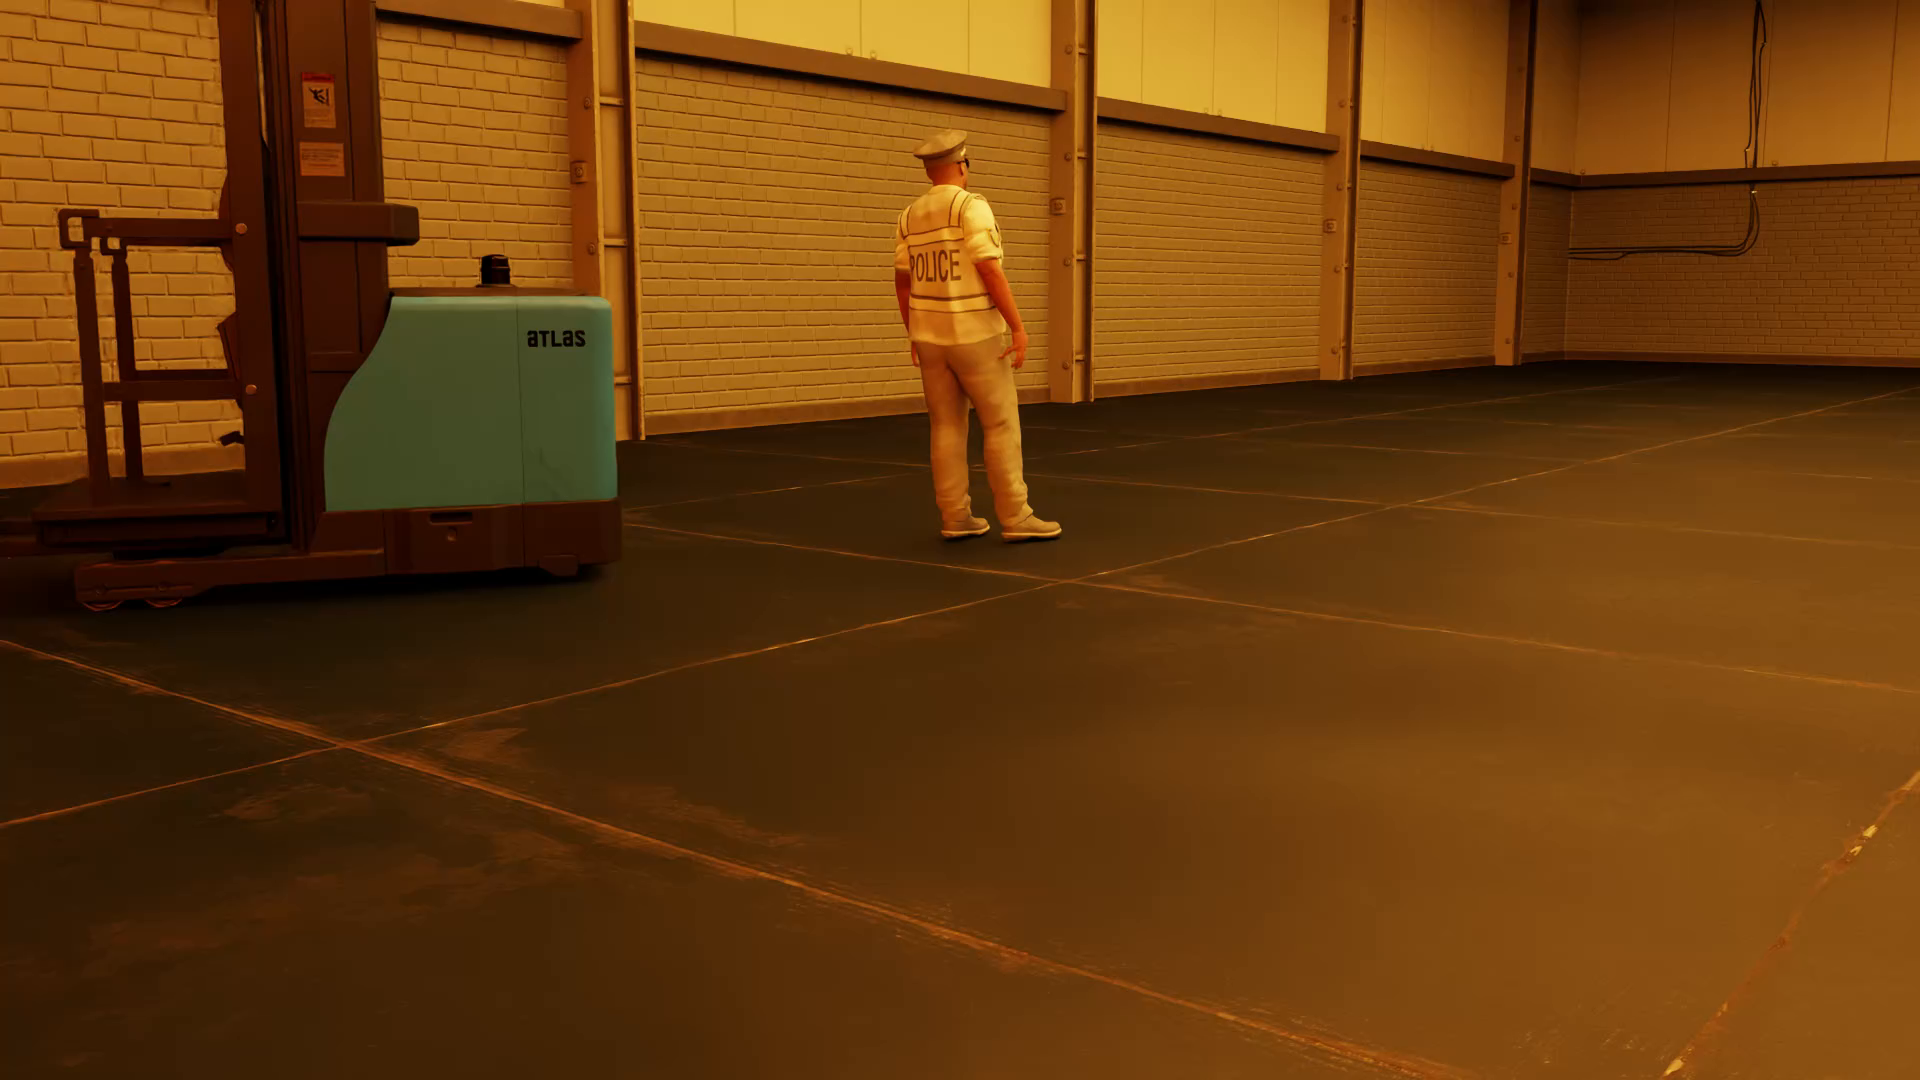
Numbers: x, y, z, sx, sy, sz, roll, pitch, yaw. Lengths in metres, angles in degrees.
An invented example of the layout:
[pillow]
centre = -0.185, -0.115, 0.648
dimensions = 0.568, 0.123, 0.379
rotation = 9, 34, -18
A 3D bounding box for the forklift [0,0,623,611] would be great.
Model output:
[forklift]
centre = -2.872, -1.291, 6.105
dimensions = 3.031, 2.935, 1.130
rotation = -3, 9, -20

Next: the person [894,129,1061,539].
[person]
centre = 0.058, -0.897, 7.328
dimensions = 0.641, 1.780, 0.574
rotation = 7, 11, 38
